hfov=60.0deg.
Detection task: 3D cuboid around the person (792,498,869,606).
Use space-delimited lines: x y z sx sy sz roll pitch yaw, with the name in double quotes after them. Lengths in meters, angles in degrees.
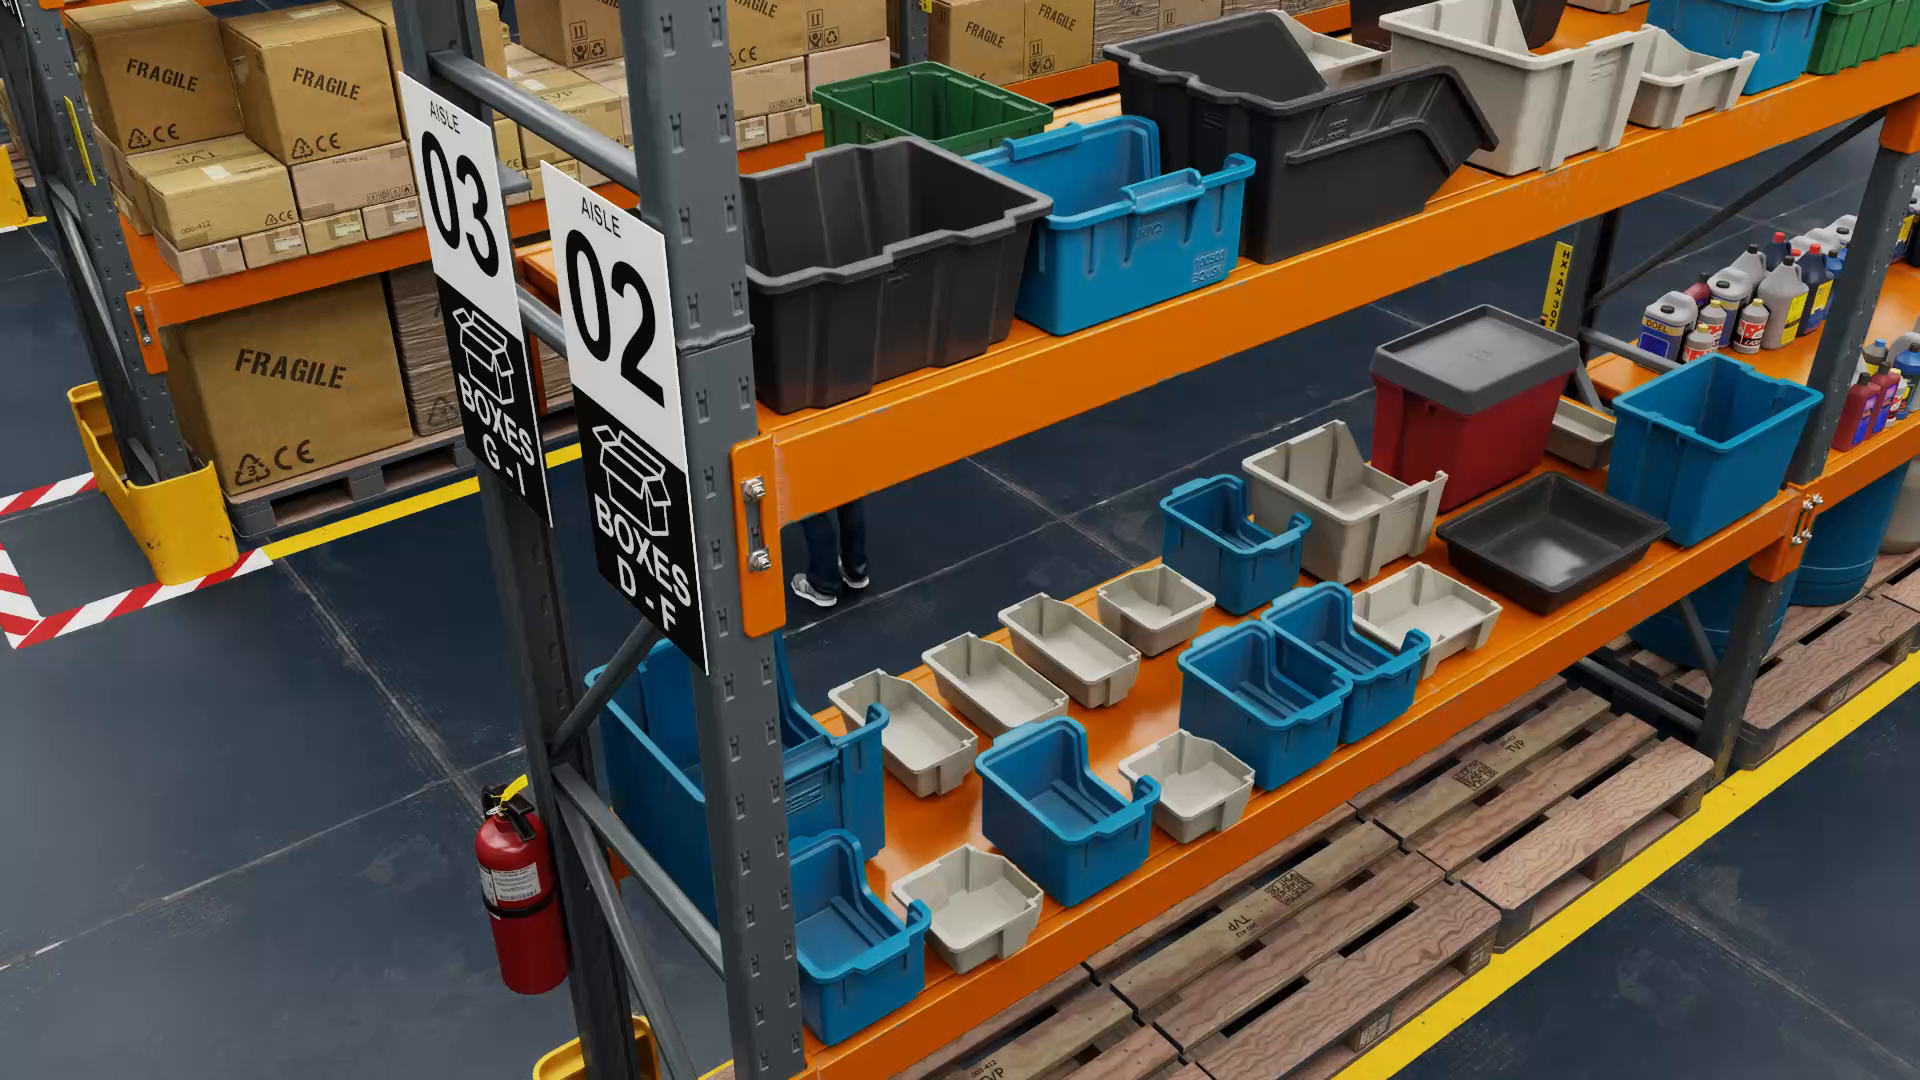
-0.592 -0.480 6.906 0.374 1.594 0.512 -23 39 -32 "person"
